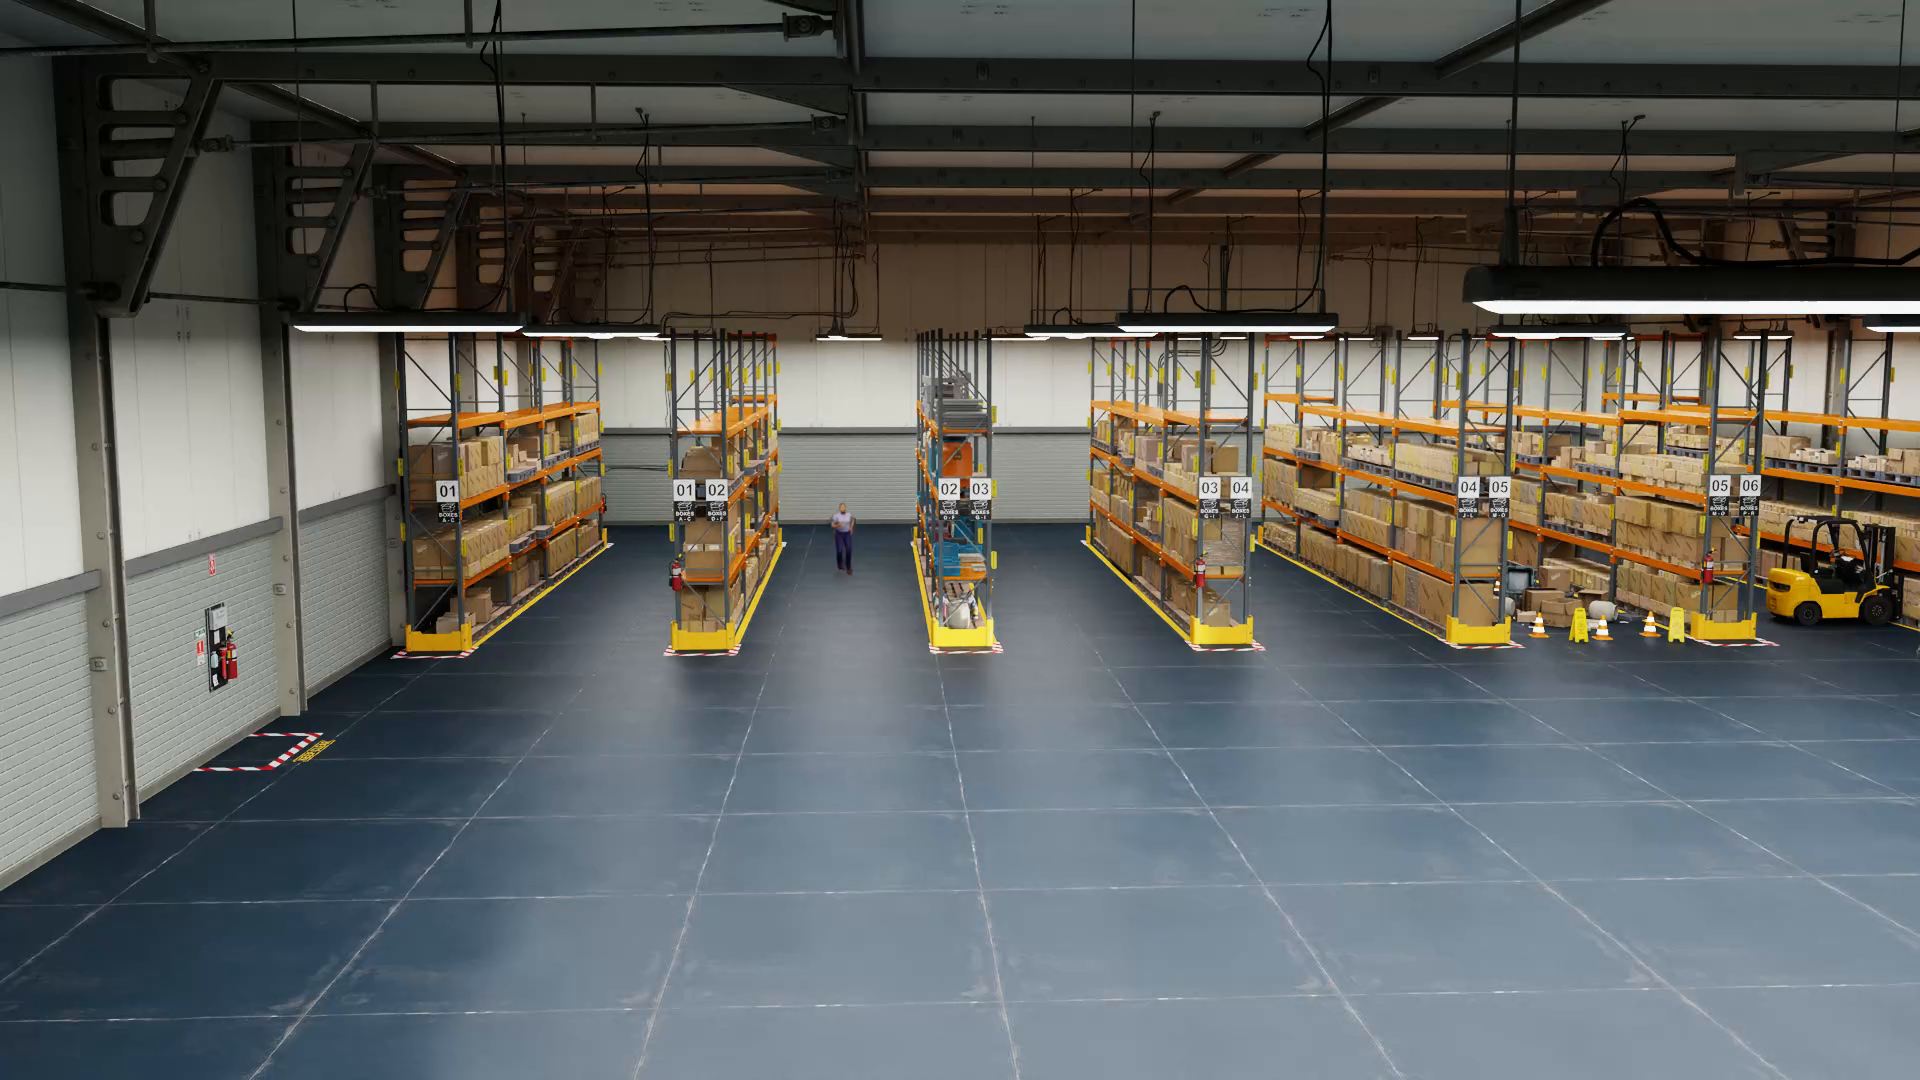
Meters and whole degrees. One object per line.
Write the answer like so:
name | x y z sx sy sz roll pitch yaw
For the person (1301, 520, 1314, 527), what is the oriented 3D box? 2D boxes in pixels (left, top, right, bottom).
person | 10.040 -0.893 48.985 0.605 1.703 0.699 7 9 44

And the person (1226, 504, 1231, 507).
person | 7.426 -0.603 46.890 0.649 1.662 0.974 1 7 4

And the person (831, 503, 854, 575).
person | -2.821 -0.040 40.148 0.590 1.715 0.725 -1 7 -11
